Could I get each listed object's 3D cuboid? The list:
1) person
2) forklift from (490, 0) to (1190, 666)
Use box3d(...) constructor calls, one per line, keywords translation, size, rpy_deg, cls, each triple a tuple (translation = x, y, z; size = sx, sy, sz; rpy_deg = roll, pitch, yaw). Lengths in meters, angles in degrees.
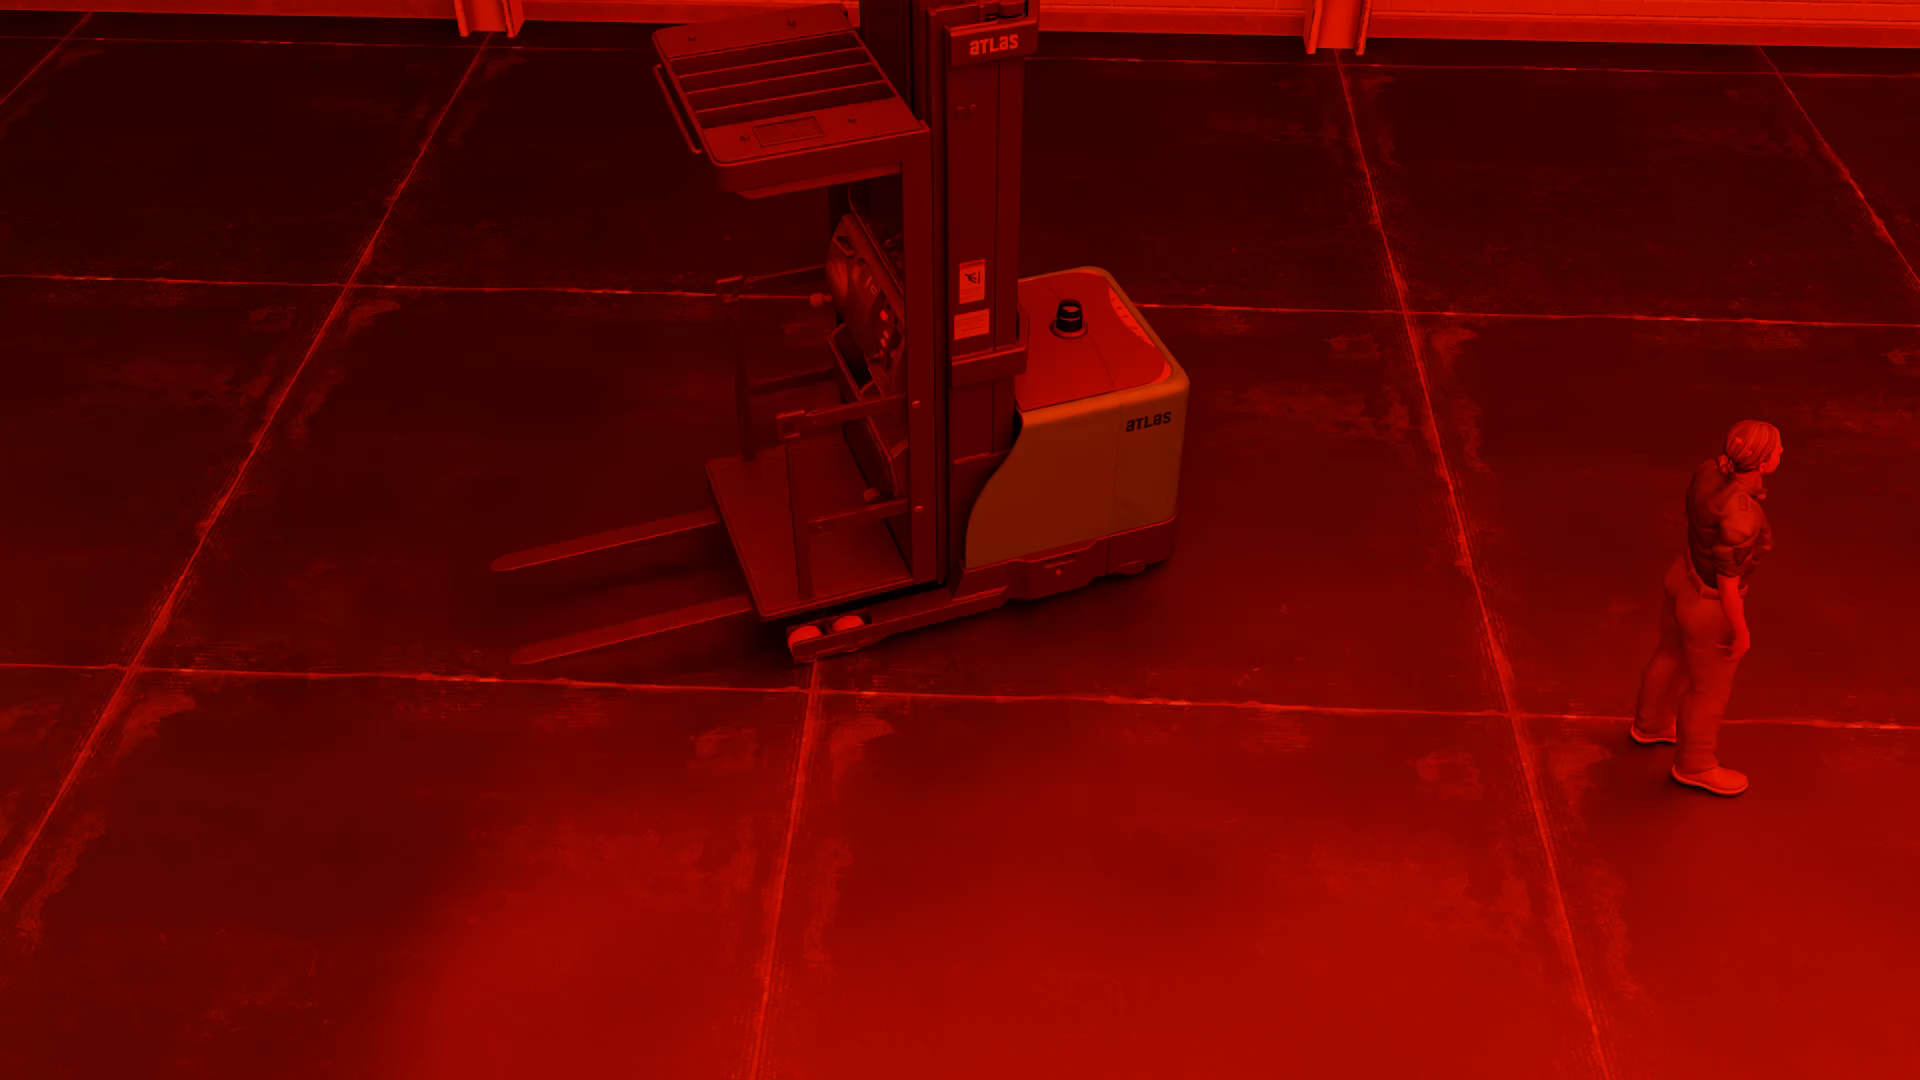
box3d(translation=(2.967, 0.243, 6.422), size=(0.503, 1.643, 0.570), rpy_deg=(1, 42, 1), cls="person")
box3d(translation=(-0.573, -0.945, 6.778), size=(3.031, 2.935, 1.130), rpy_deg=(-13, 44, -14), cls="forklift")
